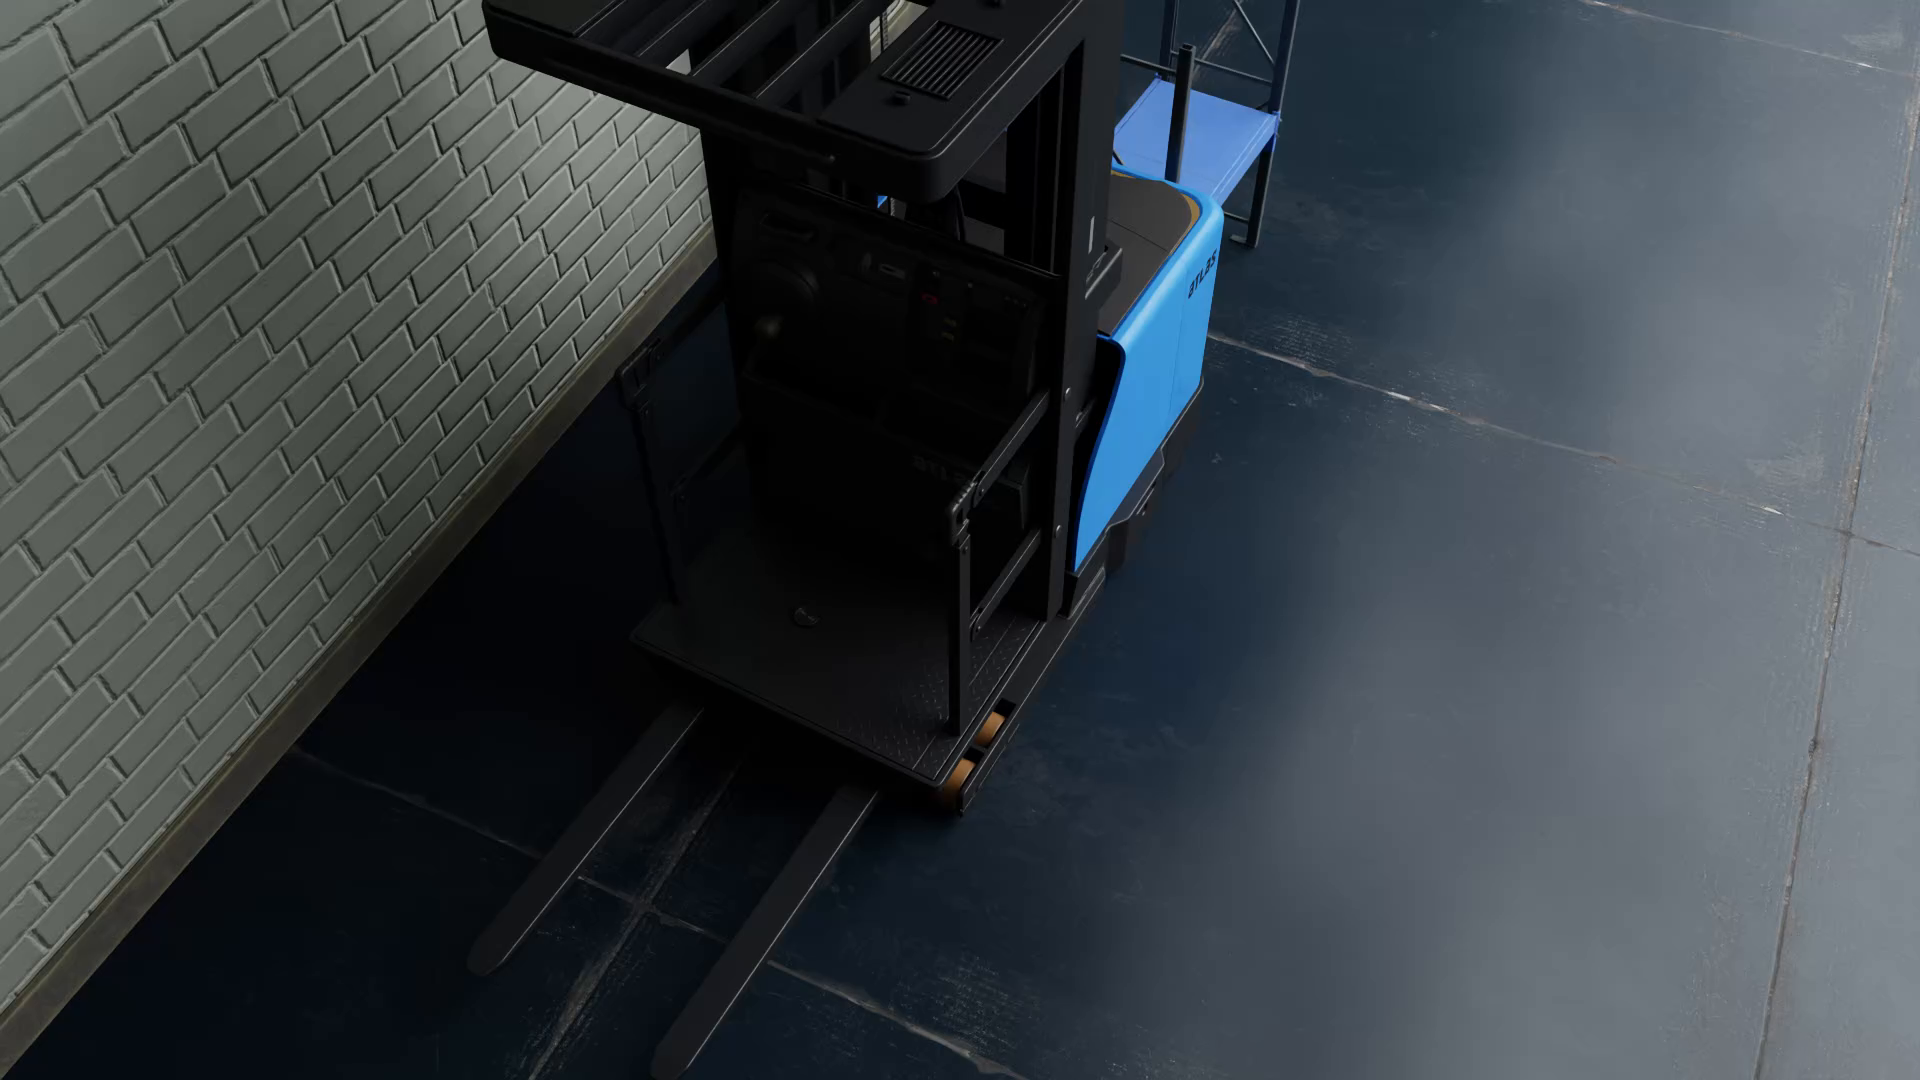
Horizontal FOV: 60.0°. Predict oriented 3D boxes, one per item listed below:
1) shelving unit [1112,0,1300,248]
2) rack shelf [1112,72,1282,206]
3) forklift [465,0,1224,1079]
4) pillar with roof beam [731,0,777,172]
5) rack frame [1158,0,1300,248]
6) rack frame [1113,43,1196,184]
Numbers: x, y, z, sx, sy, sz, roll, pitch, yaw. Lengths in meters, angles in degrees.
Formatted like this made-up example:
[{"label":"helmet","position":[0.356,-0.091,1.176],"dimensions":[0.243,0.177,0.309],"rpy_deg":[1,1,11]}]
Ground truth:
[{"label":"shelving unit","position":[0.740,-1.436,5.987],"dimensions":[0.538,1.500,1.048],"rpy_deg":[23,53,18]},{"label":"rack shelf","position":[0.740,-1.319,6.124],"dimensions":[0.538,0.185,1.000],"rpy_deg":[23,53,18]},{"label":"forklift","position":[-0.305,-0.534,4.280],"dimensions":[1.130,2.935,3.031],"rpy_deg":[23,53,18]},{"label":"pillar with roof beam","position":[3.188,-2.900,2.309],"dimensions":[9.100,9.000,0.400],"rpy_deg":[20,52,16]},{"label":"rack frame","position":[0.988,-1.774,6.275],"dimensions":[0.500,1.500,0.032],"rpy_deg":[23,53,18]},{"label":"rack frame","position":[0.493,-1.098,5.699],"dimensions":[0.500,1.500,0.032],"rpy_deg":[23,53,18]}]
